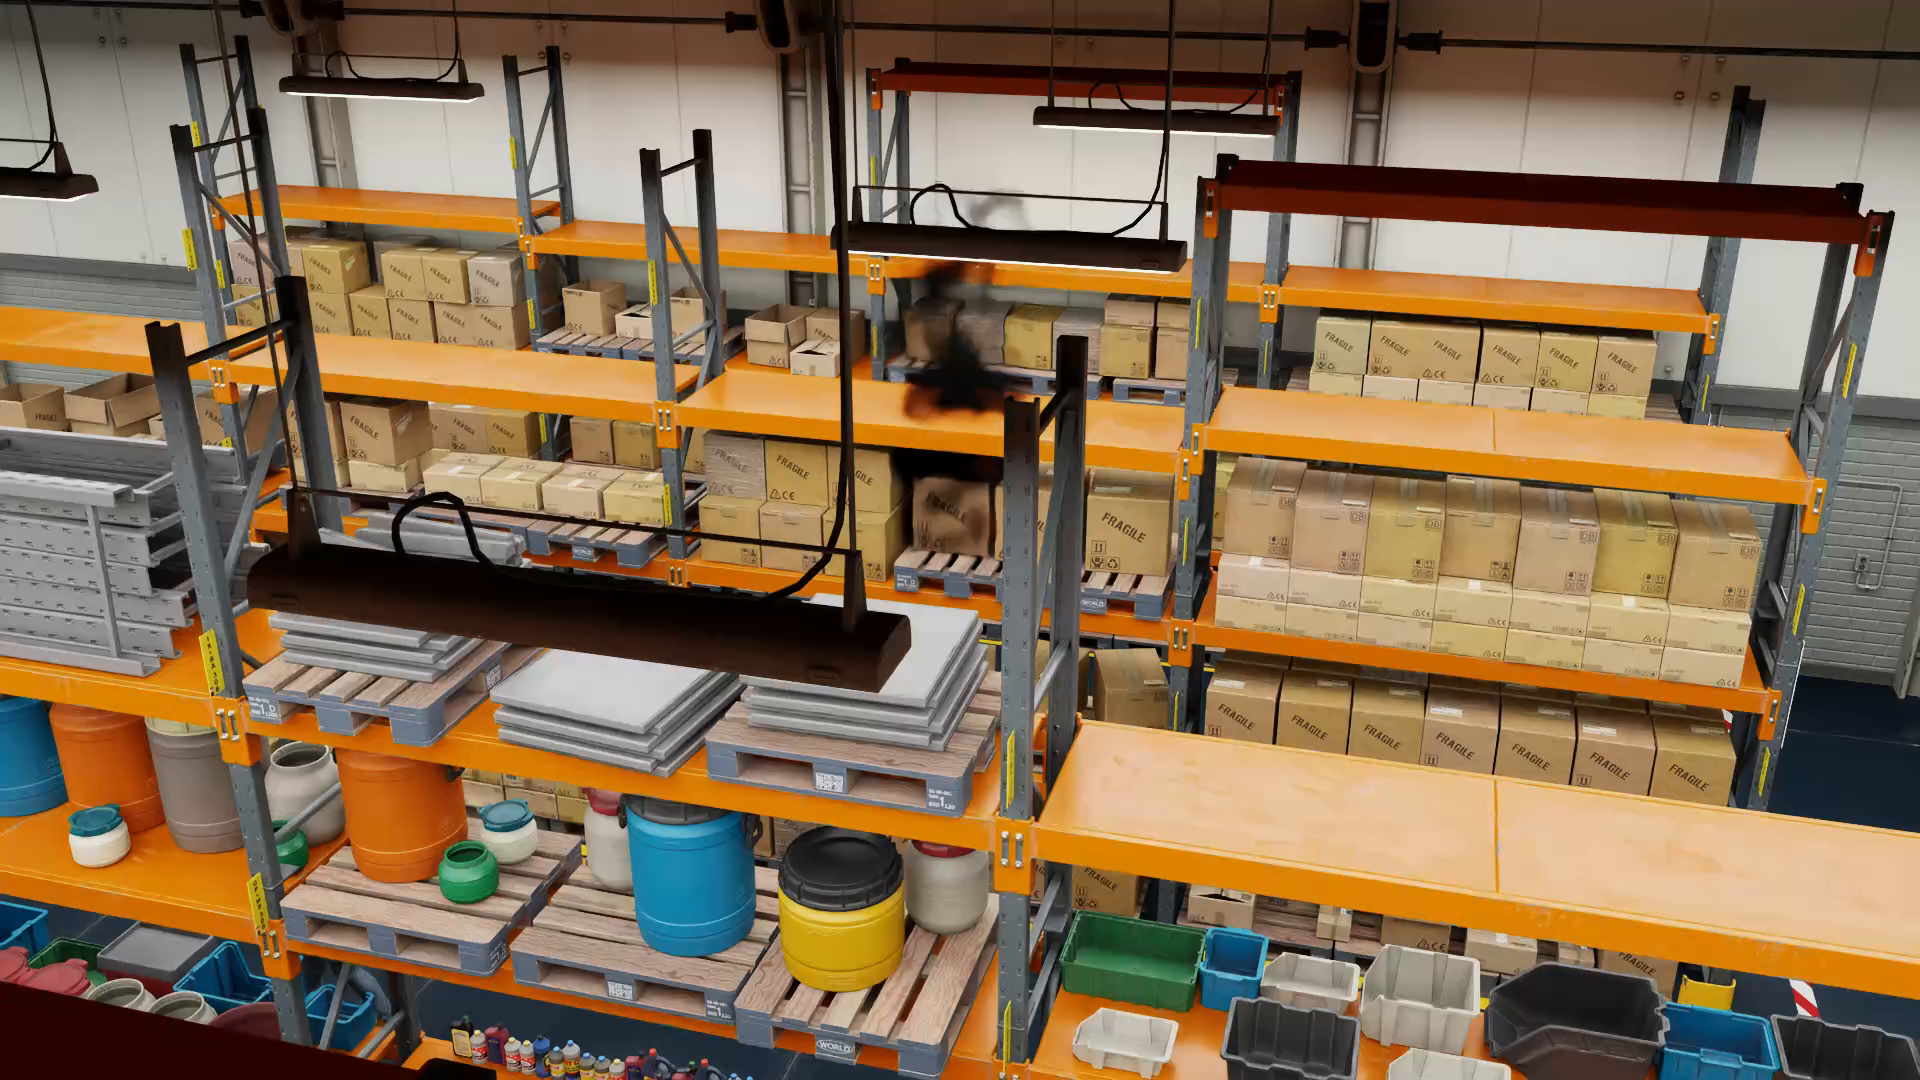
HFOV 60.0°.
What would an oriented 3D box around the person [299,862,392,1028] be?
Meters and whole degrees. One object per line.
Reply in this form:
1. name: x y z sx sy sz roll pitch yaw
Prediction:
1. person: -4.442 2.805 11.722 0.821 1.819 0.724 6 23 14
